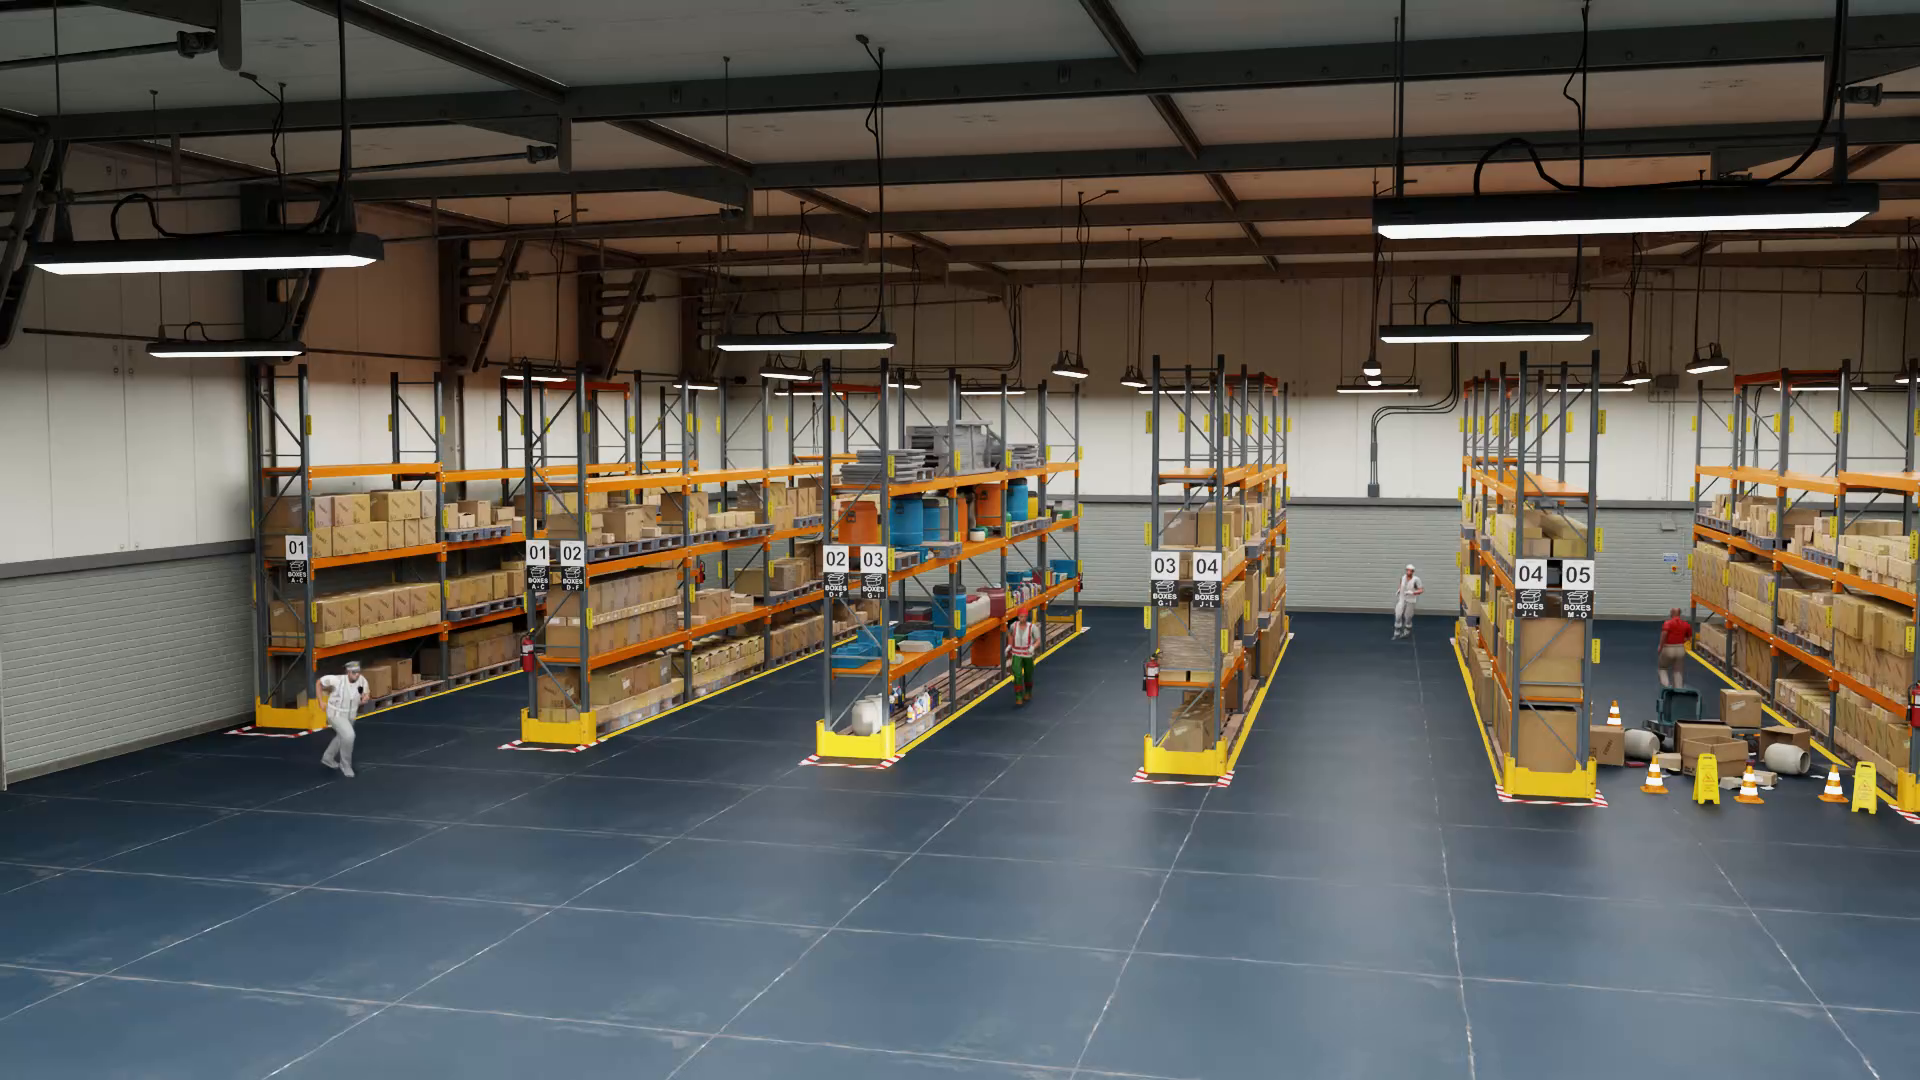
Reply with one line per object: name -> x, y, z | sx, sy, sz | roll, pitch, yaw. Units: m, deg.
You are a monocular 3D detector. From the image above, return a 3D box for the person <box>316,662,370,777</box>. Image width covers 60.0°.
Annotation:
person -> -8.844, 2.555, 23.776 | 1.014, 1.701, 0.689 | 3, 5, 35

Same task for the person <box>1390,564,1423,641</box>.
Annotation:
person -> 10.471, 1.463, 38.766 | 0.707, 1.812, 0.768 | 2, 4, 28

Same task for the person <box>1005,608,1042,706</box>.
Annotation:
person -> 1.119, 2.047, 29.499 | 0.667, 1.732, 1.065 | 0, 4, 6

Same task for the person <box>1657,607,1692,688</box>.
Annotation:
person -> 13.000, 2.069, 30.300 | 0.611, 1.709, 0.682 | 1, 4, 8
